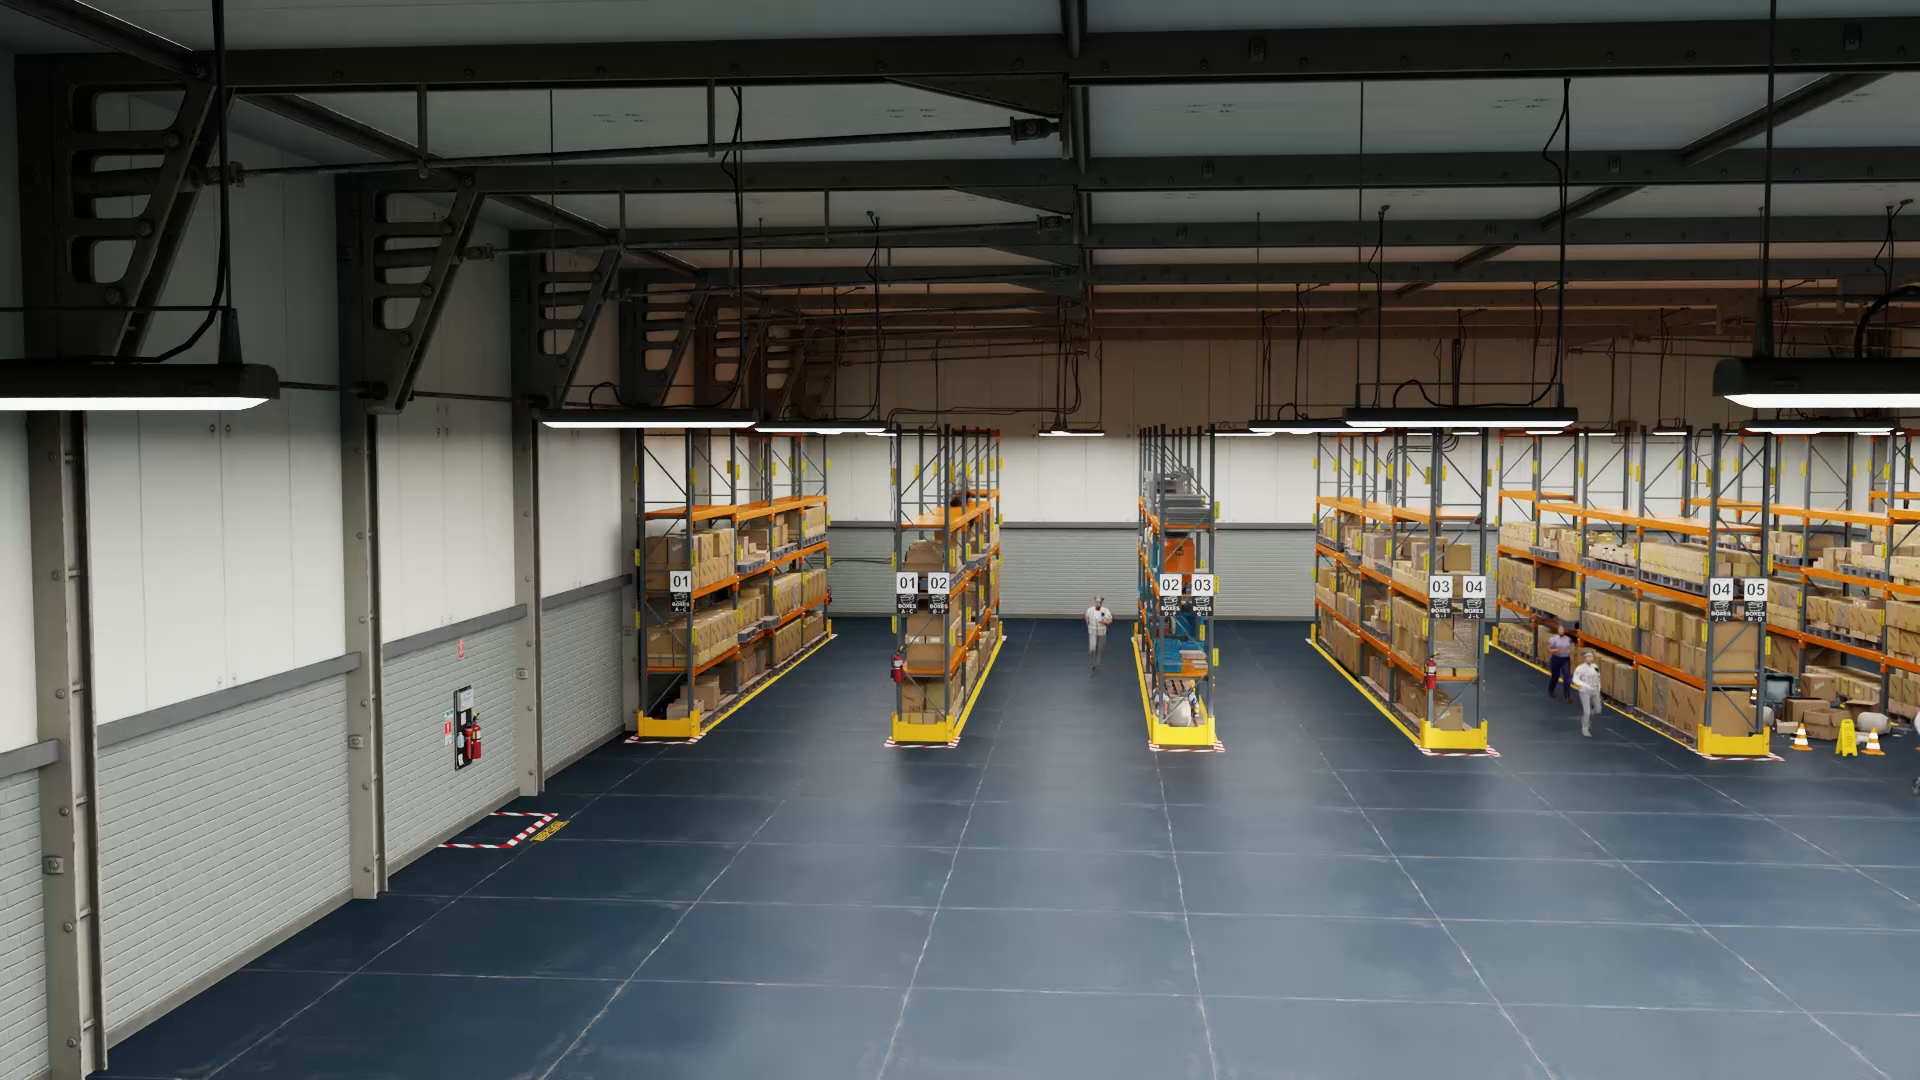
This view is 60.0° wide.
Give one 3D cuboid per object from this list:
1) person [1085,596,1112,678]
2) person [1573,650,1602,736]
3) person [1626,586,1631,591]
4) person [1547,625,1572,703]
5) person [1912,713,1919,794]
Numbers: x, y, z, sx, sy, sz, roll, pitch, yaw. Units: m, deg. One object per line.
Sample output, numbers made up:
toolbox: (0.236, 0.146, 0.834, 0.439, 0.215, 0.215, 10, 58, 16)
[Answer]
person: (3.227, 2.240, 38.690, 0.638, 1.908, 0.789, 0, 3, 7)
person: (12.144, 2.943, 32.106, 0.658, 1.665, 0.561, -1, 4, -12)
person: (18.949, 2.046, 47.286, 0.577, 1.621, 0.610, 1, 4, 9)
person: (13.054, 2.668, 36.142, 0.602, 1.645, 0.913, 0, 3, 1)
person: (15.578, 3.235, 26.526, 0.661, 1.731, 0.627, -3, 5, -44)
